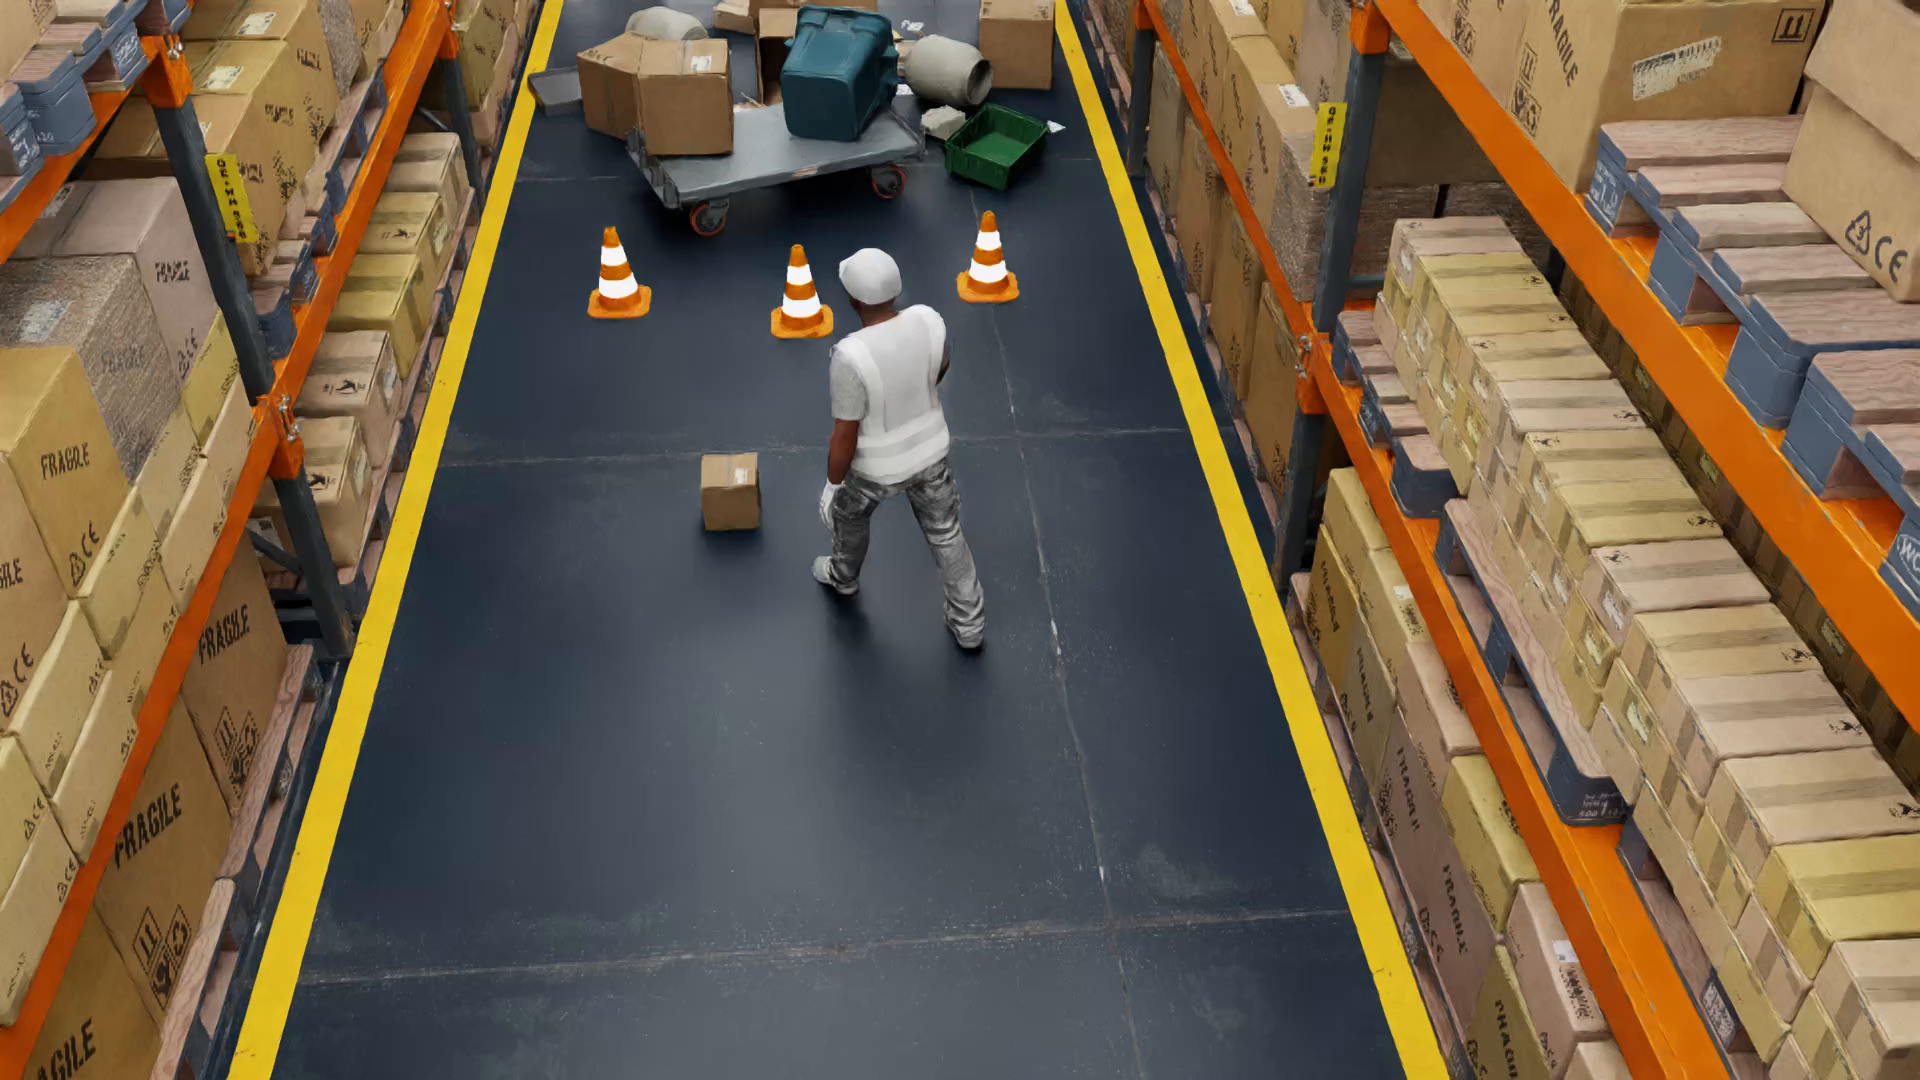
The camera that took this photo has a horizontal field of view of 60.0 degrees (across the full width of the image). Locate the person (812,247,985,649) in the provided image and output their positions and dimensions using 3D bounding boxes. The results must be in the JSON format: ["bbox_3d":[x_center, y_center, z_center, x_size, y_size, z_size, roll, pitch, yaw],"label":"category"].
[{"bbox_3d":[-0.332,-0.368,6.614,0.714,1.760,0.910,-26,45,-29],"label":"person"}]
